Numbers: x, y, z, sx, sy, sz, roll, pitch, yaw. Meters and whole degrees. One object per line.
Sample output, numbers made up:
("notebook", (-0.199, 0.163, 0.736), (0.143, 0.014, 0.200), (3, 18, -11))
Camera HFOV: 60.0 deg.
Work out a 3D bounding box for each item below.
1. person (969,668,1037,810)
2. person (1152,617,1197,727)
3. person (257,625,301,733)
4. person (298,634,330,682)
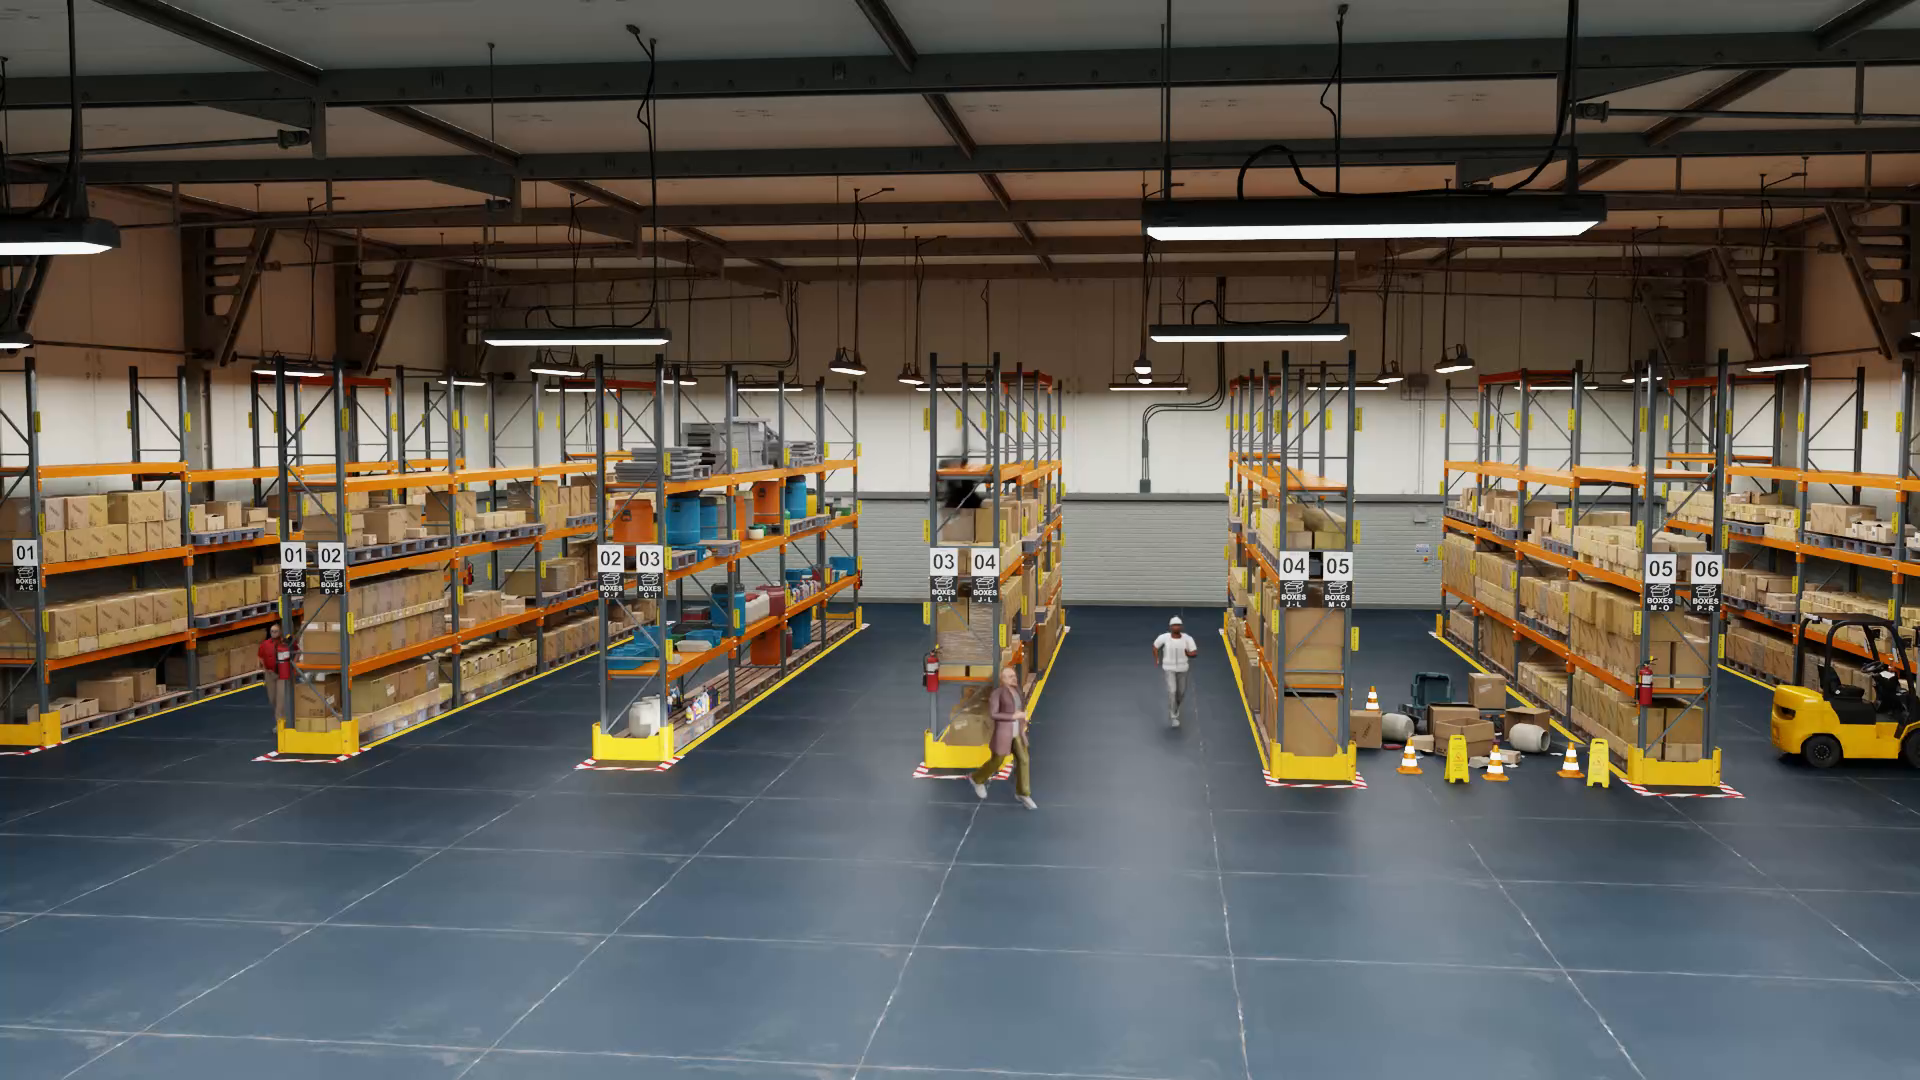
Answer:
("person", (0.593, 2.568, 21.797), (0.725, 1.818, 1.040), (-4, 5, -41))
("person", (3.571, 2.146, 27.514), (0.700, 1.754, 0.989), (0, 4, -4))
("person", (-11.128, 2.224, 27.174), (0.647, 1.719, 0.943), (0, 4, -7))
("person", (-10.815, 2.159, 27.906), (0.714, 1.736, 0.616), (0, 4, -5))
